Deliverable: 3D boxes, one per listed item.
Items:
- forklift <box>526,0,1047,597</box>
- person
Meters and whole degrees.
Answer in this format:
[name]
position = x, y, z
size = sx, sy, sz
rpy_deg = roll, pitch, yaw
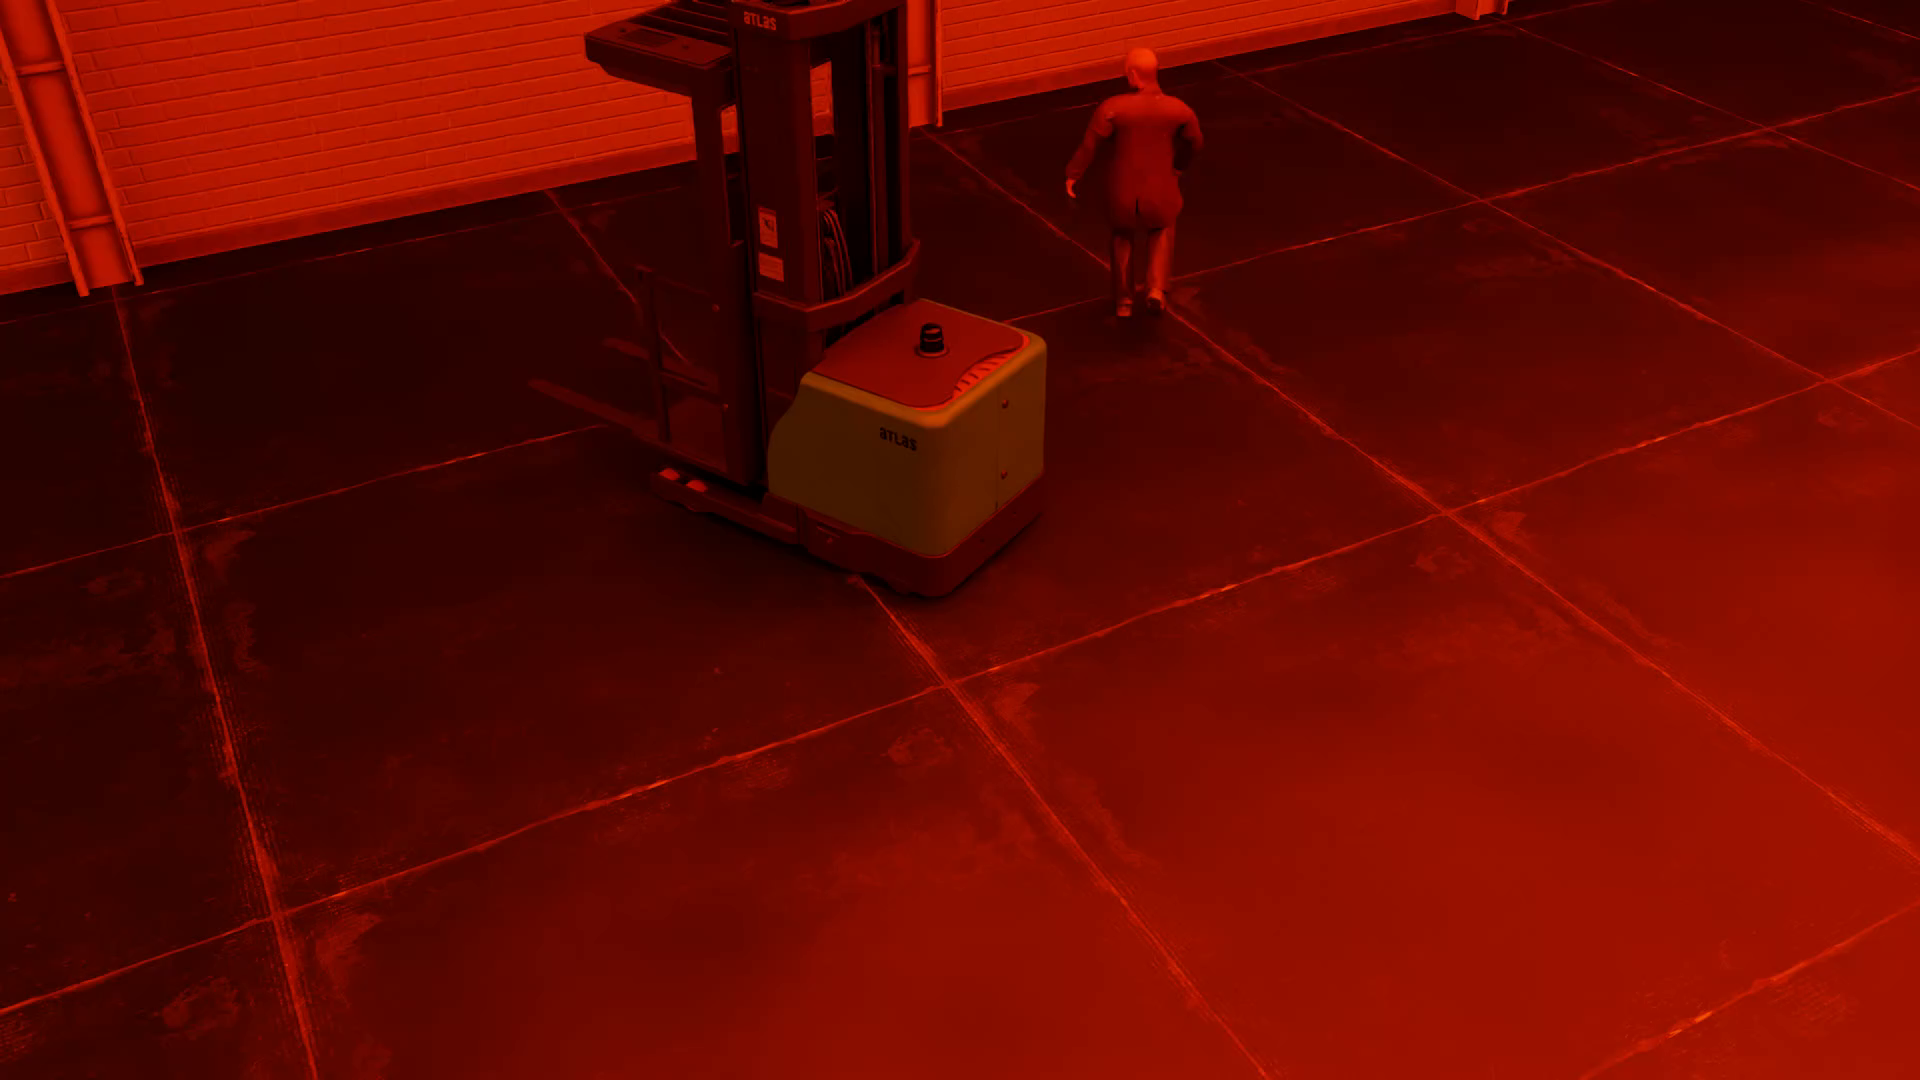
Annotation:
[forklift]
position = -1.057, -1.552, 8.373
size = 3.031, 2.867, 1.129
rpy_deg = 22, 41, 27
[person]
position = 1.055, -2.195, 10.270
size = 0.796, 1.749, 0.508
rpy_deg = 5, 36, 7
